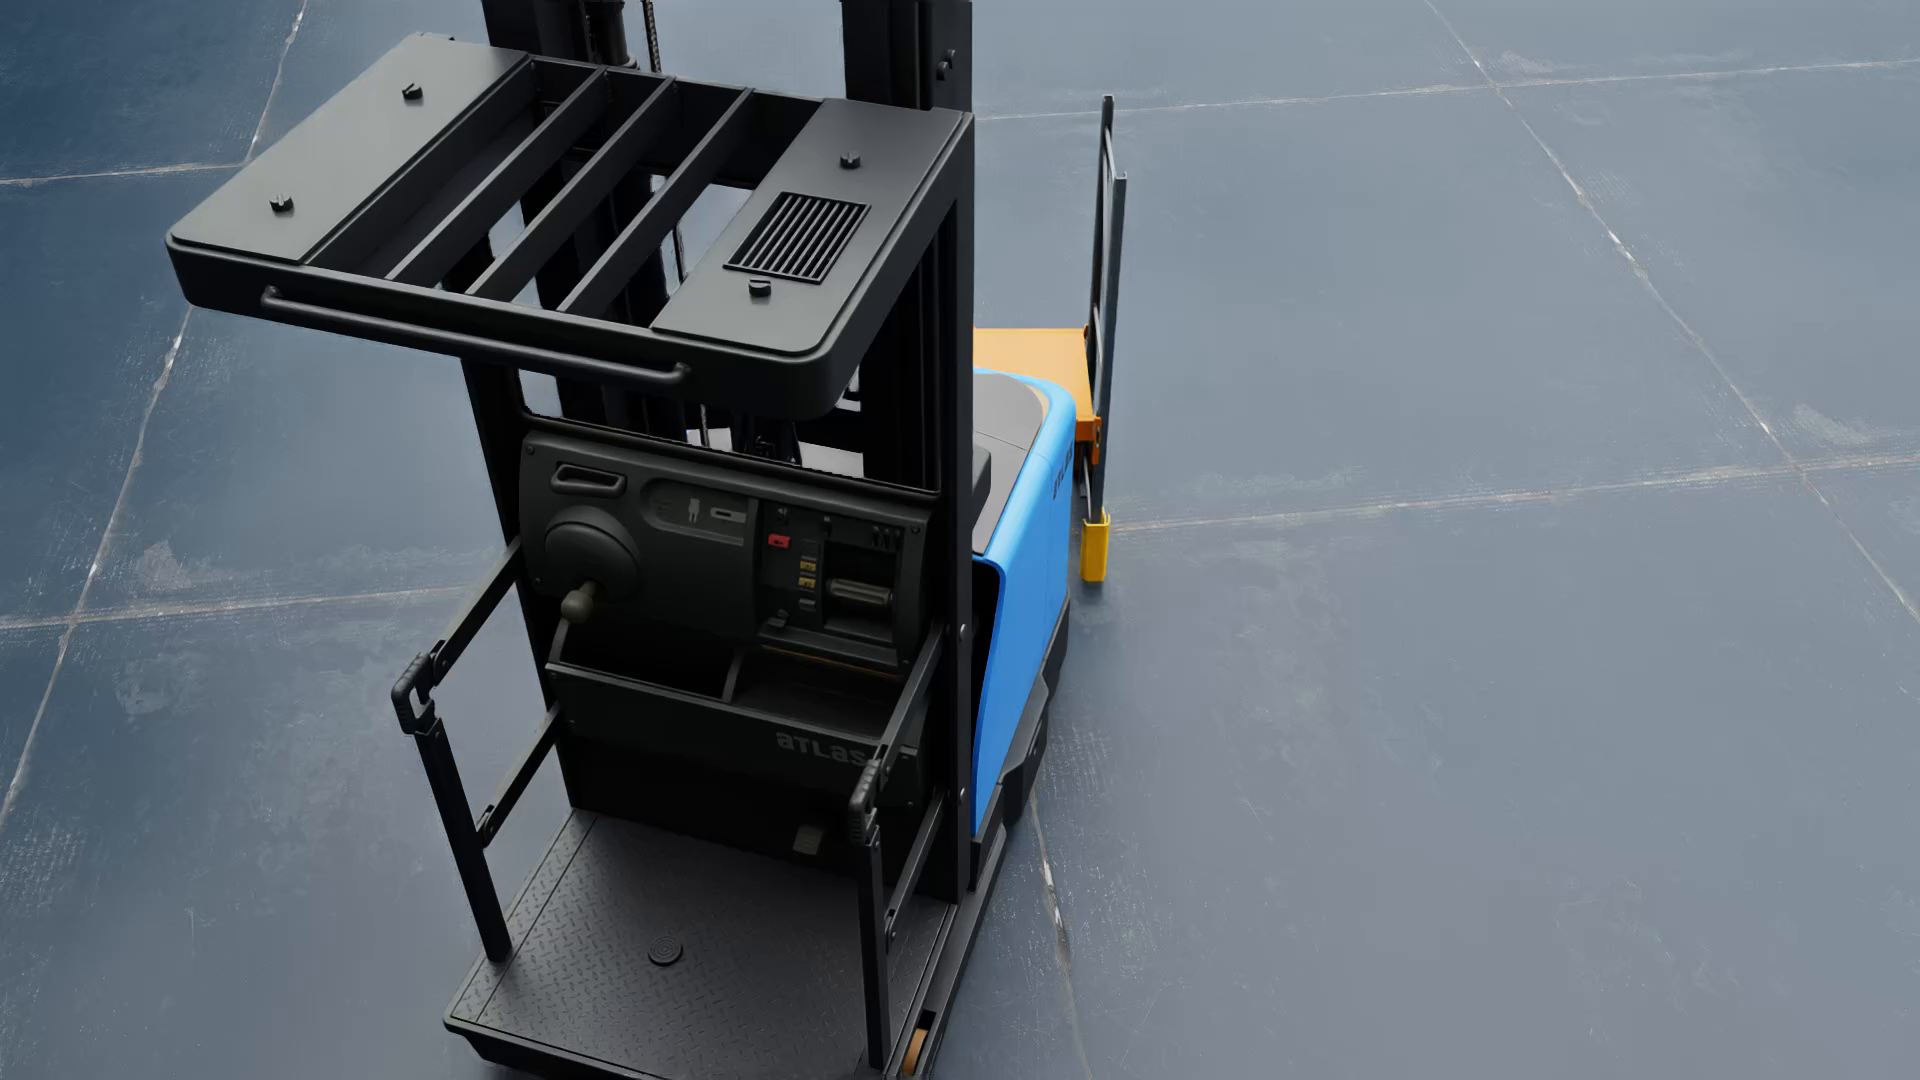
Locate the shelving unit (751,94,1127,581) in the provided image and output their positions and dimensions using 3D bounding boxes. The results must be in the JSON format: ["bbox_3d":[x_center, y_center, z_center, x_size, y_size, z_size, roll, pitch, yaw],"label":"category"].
[{"bbox_3d":[-0.052,-0.612,5.308,1.083,1.500,0.587,0,42,0],"label":"shelving unit"}]

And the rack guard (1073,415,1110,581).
[{"bbox_3d":[0.446,-0.151,5.730,0.087,0.250,0.587,0,42,0],"label":"rack guard"}]

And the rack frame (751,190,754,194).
[{"bbox_3d":[-0.570,-0.608,5.305,0.032,1.500,0.500,0,42,0],"label":"rack frame"}]

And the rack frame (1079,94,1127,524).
[{"bbox_3d":[0.447,-0.615,5.312,0.032,1.500,0.500,0,42,0],"label":"rack frame"}]

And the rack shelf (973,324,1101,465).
[{"bbox_3d":[-0.062,-0.478,5.429,1.000,0.185,0.538,0,42,0],"label":"rack shelf"}]

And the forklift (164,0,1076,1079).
[{"bbox_3d":[-0.581,0.121,3.427,1.130,2.935,3.031,12,43,13],"label":"forklift"}]
